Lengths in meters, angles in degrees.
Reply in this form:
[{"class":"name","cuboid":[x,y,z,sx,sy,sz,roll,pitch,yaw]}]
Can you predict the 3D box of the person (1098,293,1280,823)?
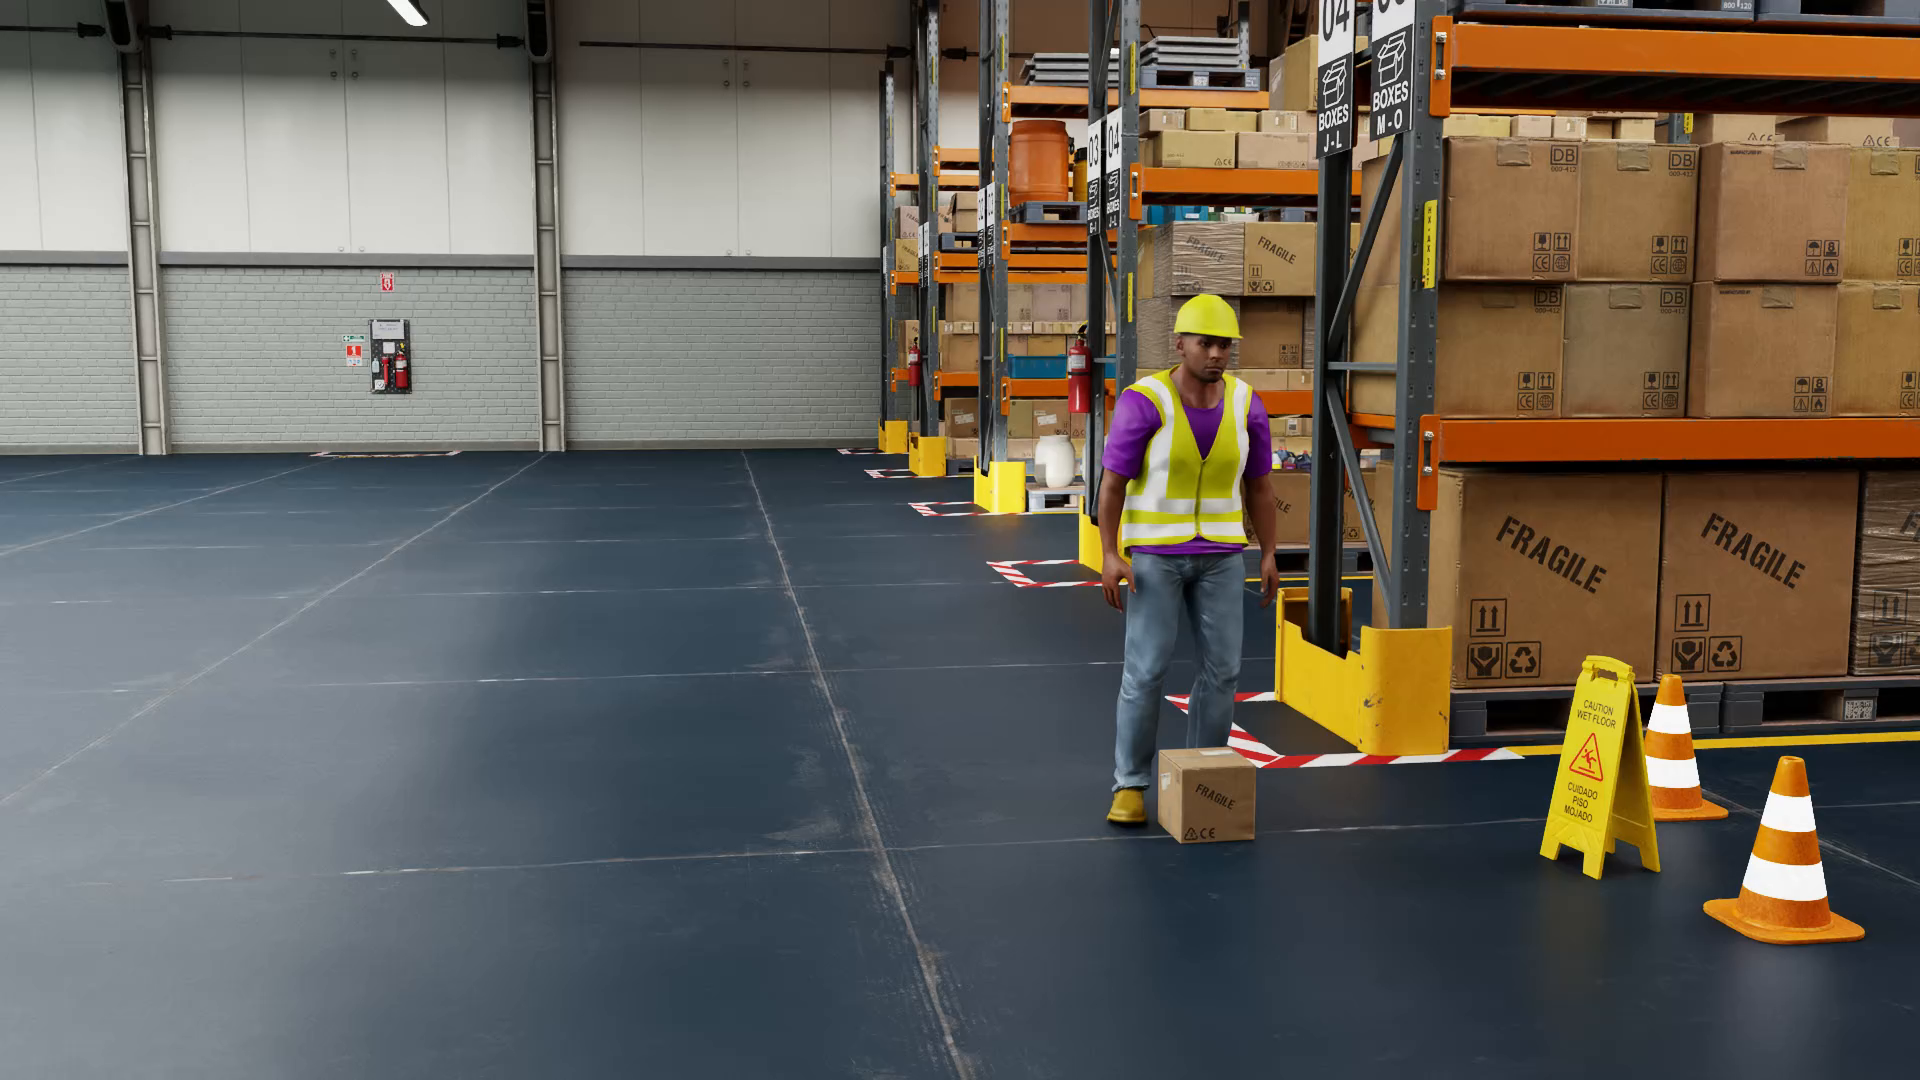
[{"class":"person","cuboid":[0.773,0.060,5.597,0.635,1.760,0.455,-1,7,-12]}]
